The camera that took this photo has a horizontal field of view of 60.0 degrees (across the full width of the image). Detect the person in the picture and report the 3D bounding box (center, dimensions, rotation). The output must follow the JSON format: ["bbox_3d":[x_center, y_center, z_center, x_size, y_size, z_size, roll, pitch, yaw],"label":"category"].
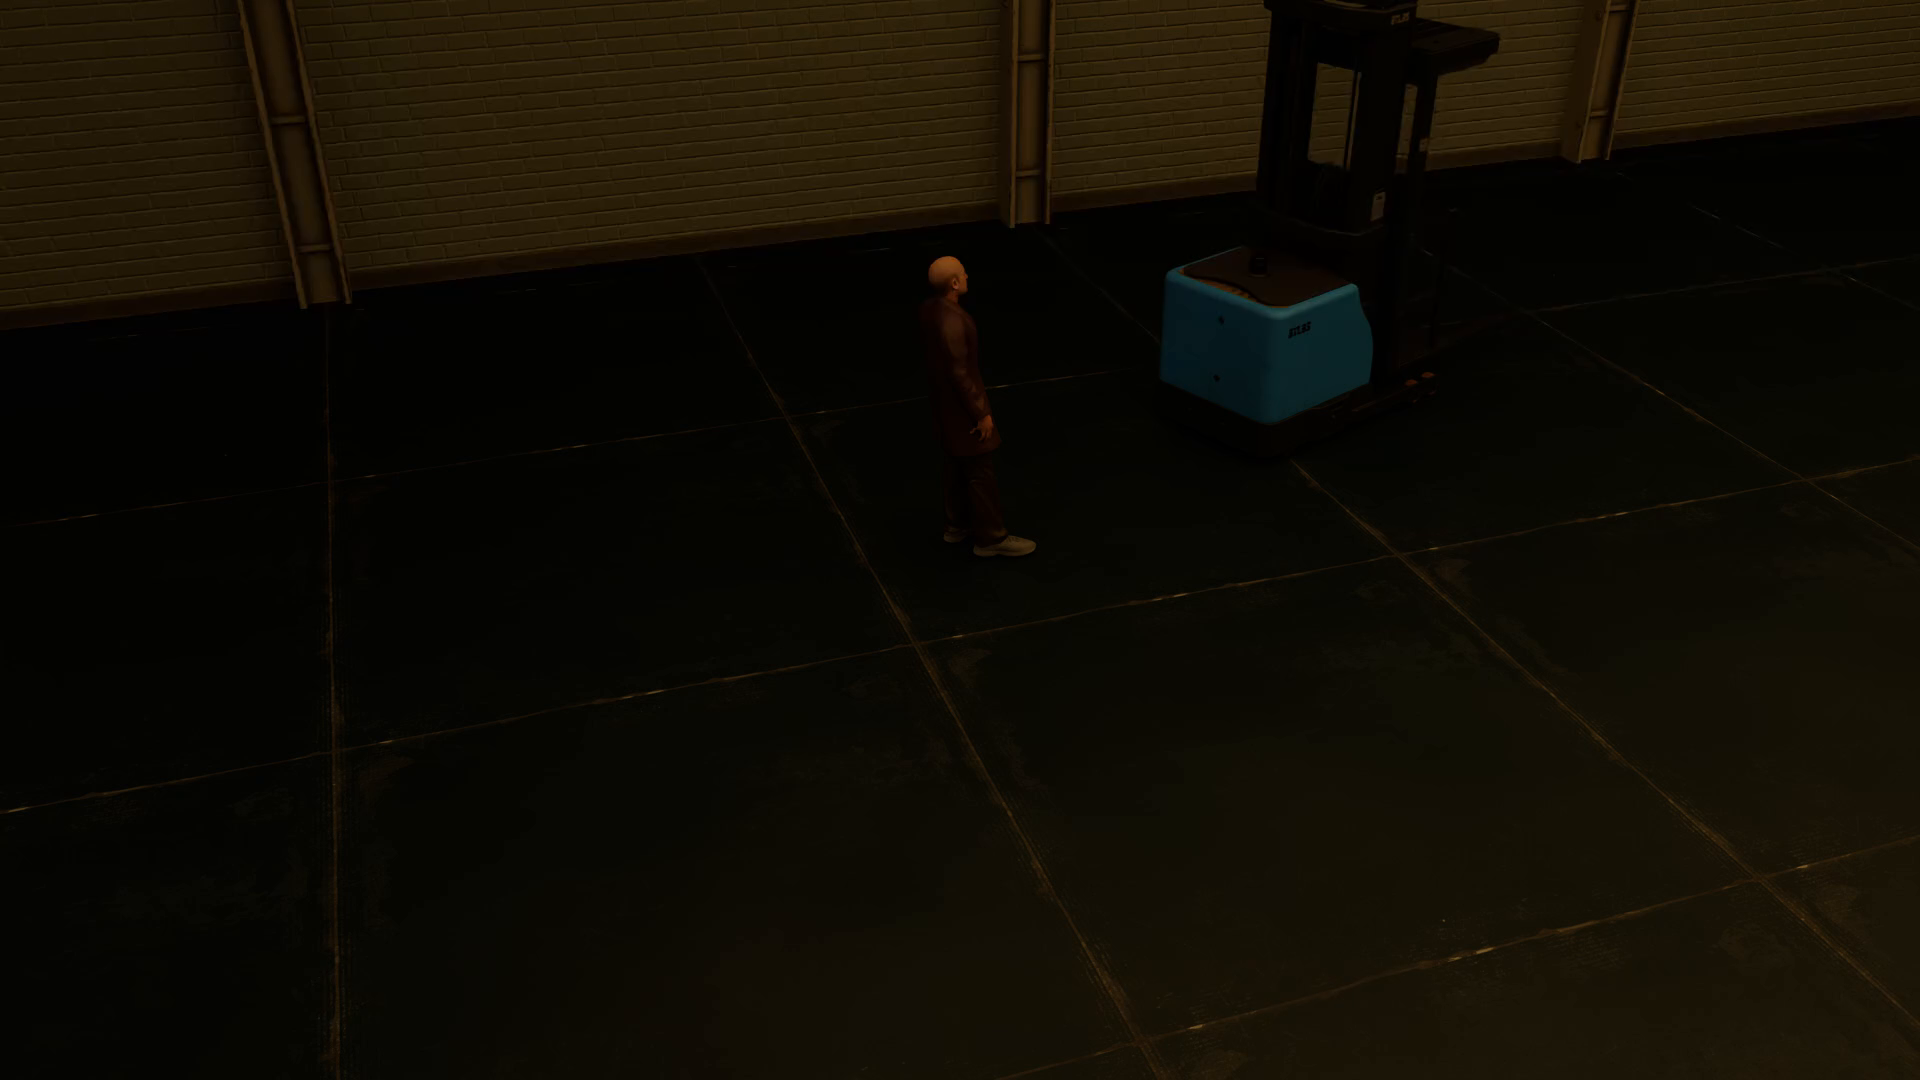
[{"bbox_3d":[0.088,-0.790,9.601,0.579,1.777,0.698,-10,31,-16],"label":"person"}]

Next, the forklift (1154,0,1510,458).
[{"bbox_3d":[2.784,-2.410,11.276,3.031,2.935,1.130,-23,37,-34],"label":"forklift"}]
